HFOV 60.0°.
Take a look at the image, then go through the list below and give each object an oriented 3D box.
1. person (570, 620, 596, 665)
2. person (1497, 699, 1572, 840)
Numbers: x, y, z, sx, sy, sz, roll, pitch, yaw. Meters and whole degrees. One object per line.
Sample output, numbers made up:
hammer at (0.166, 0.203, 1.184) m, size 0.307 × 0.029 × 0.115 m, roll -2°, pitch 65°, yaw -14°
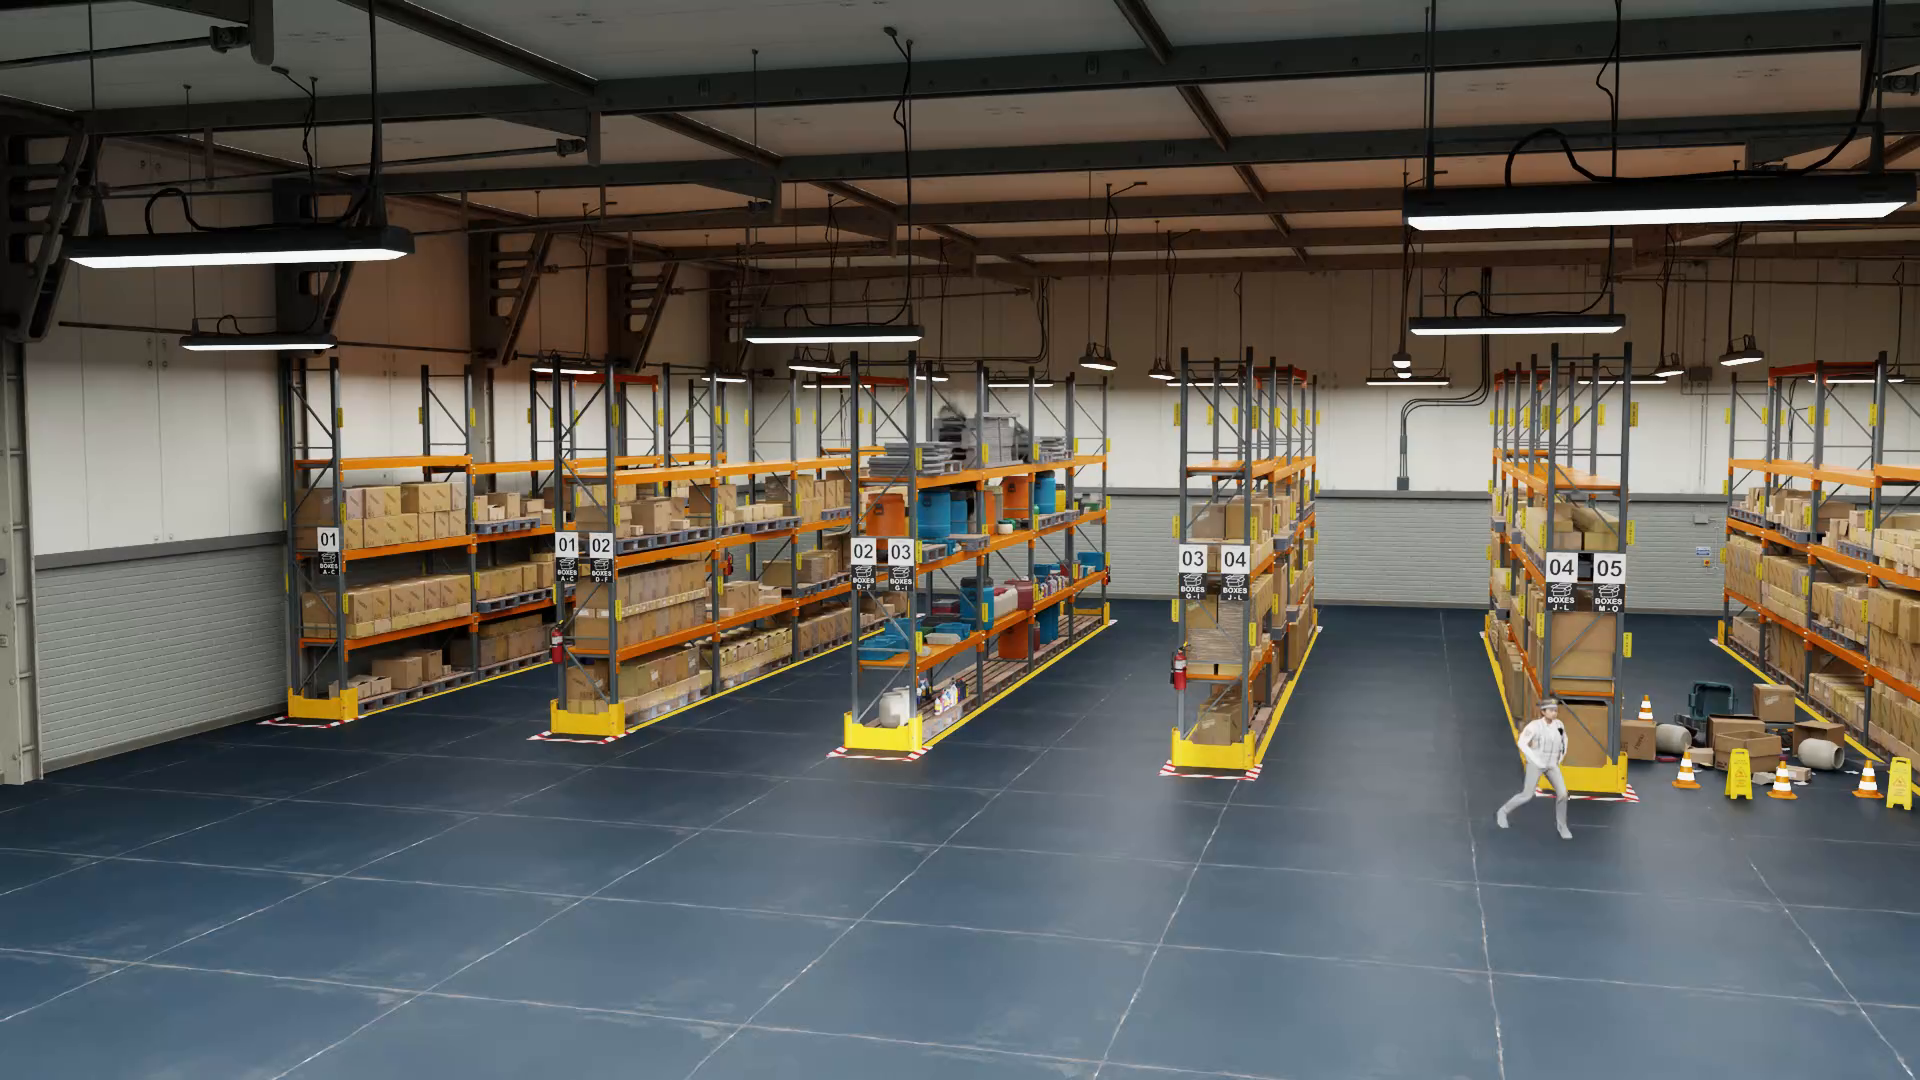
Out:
person at (-6.703, 1.987, 29.852) m, size 0.604 × 1.668 × 0.903 m, roll 0°, pitch 4°, yaw 4°
person at (6.969, 2.726, 19.990) m, size 0.841 × 1.688 × 0.713 m, roll -1°, pitch 4°, yaw -17°
